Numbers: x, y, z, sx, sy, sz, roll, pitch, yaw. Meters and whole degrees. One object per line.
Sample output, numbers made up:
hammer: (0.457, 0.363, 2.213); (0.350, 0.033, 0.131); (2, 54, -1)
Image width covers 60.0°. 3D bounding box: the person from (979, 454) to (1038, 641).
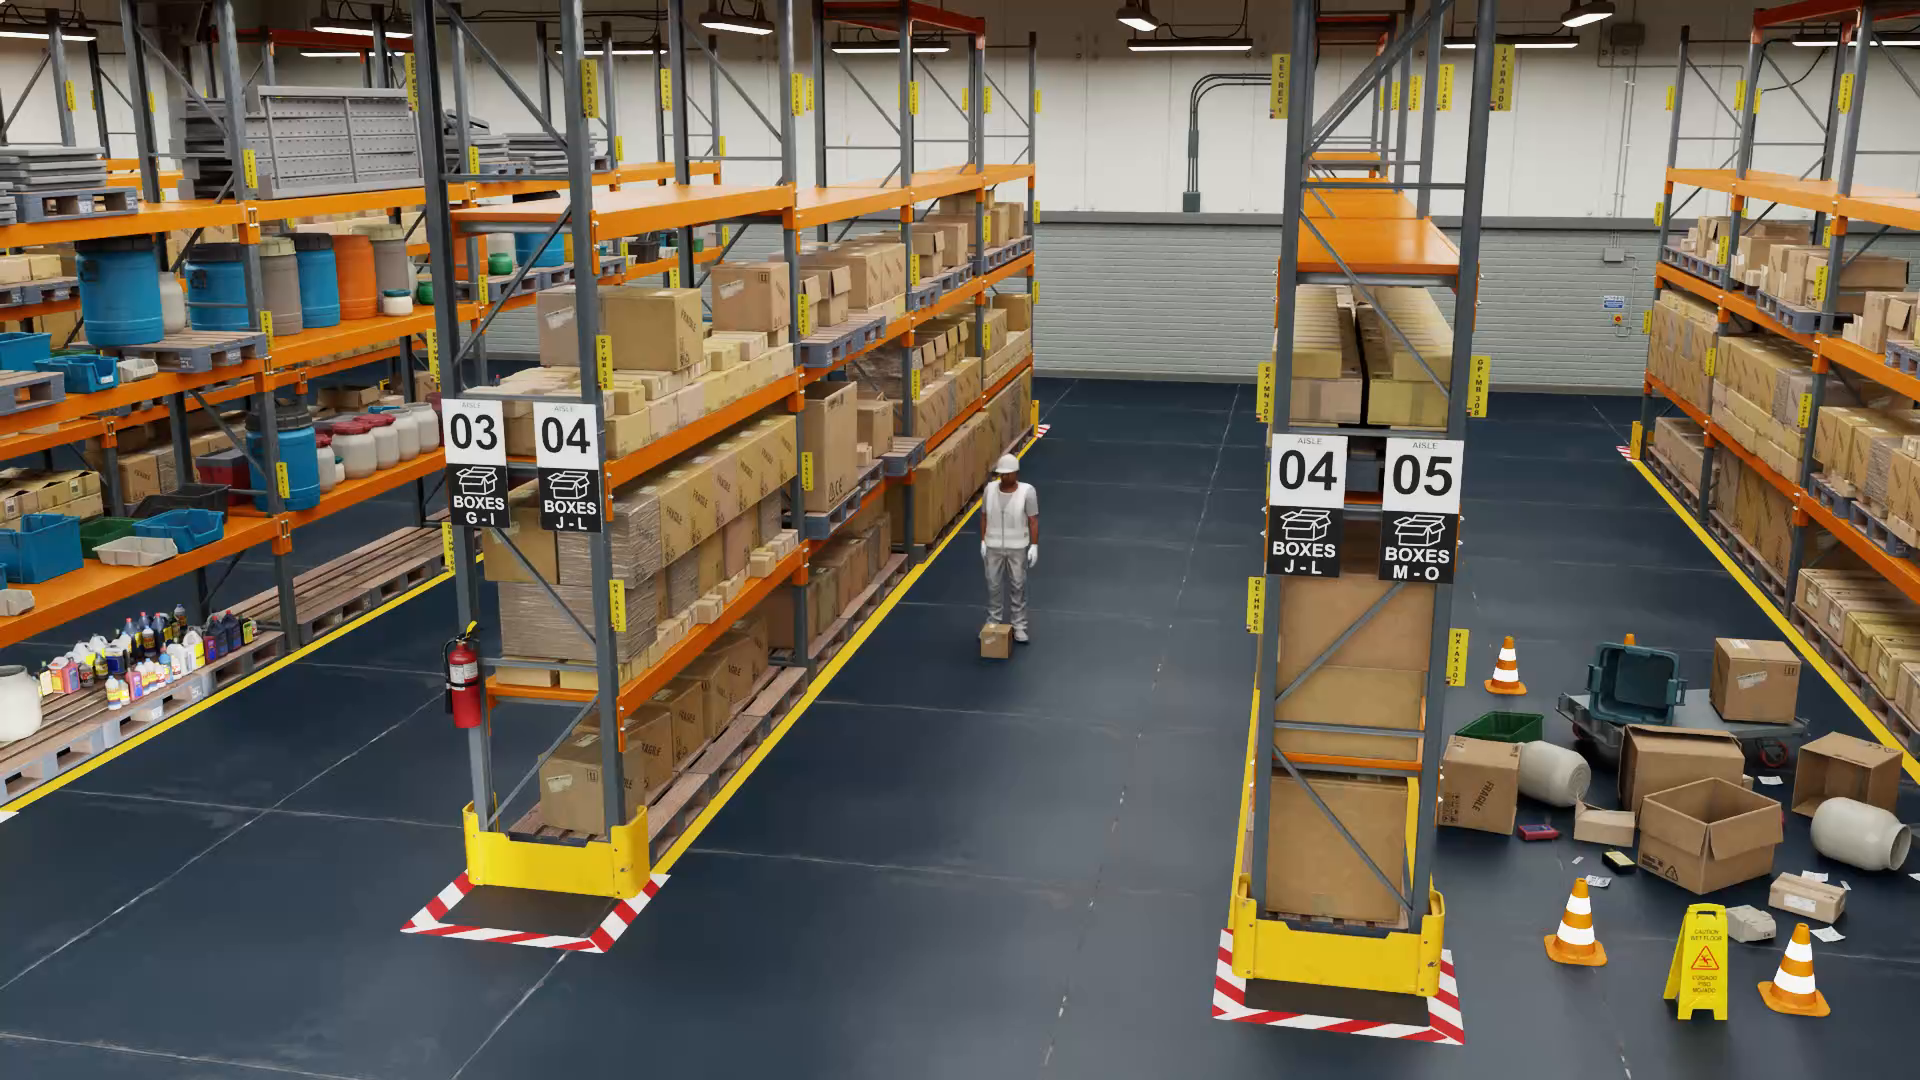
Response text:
person: (0.458, 0.069, 15.678); (0.564, 1.786, 0.356); (4, 15, 14)
